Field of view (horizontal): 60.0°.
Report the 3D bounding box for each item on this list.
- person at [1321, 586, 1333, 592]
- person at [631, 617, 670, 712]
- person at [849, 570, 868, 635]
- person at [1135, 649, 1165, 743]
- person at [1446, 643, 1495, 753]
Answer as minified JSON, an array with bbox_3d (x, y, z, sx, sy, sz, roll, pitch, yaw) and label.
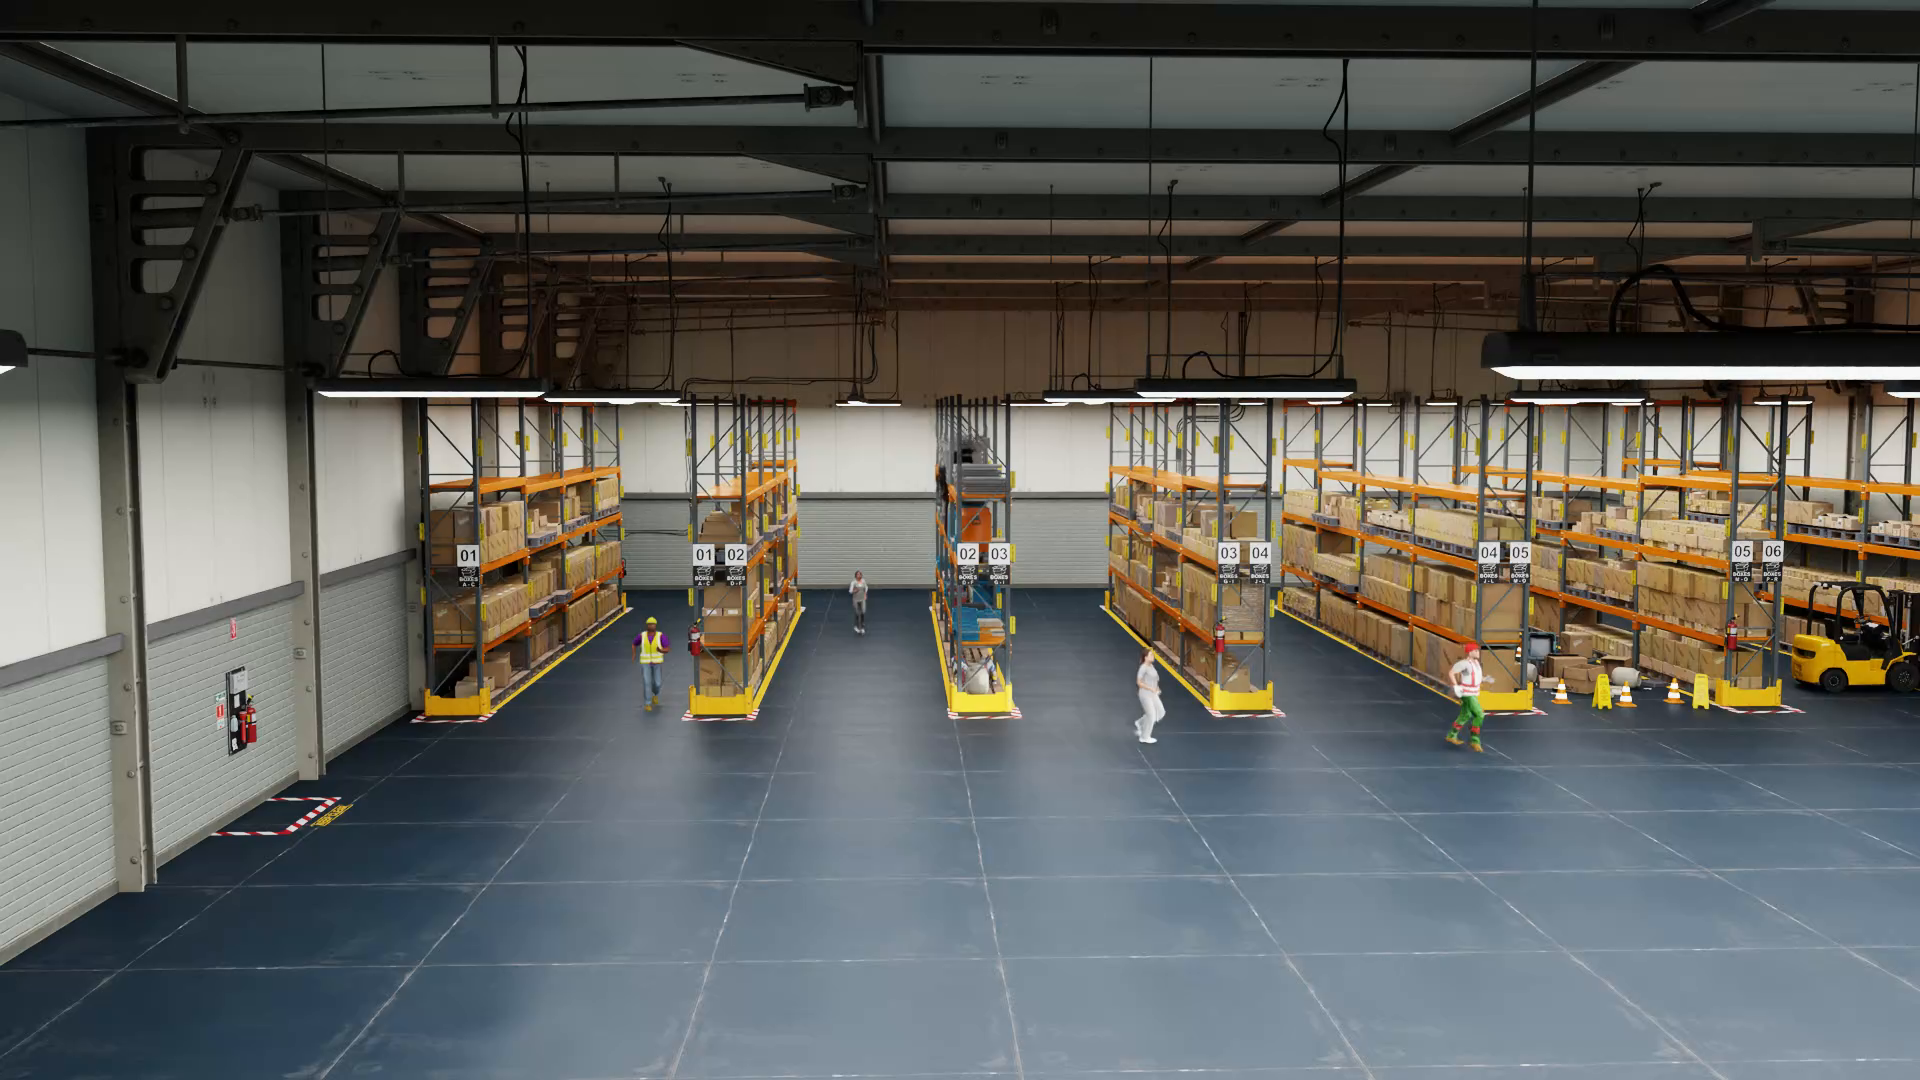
[{"bbox_3d":[10.694,1.069,48.804,0.677,1.605,0.612,-3,5,-32],"label":"person"},{"bbox_3d":[-5.867,2.345,31.554,0.728,1.741,0.931,-1,5,-10],"label":"person"},{"bbox_3d":[-2.569,1.590,42.304,0.516,1.635,0.678,-1,5,-13],"label":"person"},{"bbox_3d":[3.226,2.665,28.494,0.553,1.624,0.541,3,5,33],"label":"person"},{"bbox_3d":[8.569,2.640,27.969,0.783,1.845,0.639,3,5,34],"label":"person"}]
